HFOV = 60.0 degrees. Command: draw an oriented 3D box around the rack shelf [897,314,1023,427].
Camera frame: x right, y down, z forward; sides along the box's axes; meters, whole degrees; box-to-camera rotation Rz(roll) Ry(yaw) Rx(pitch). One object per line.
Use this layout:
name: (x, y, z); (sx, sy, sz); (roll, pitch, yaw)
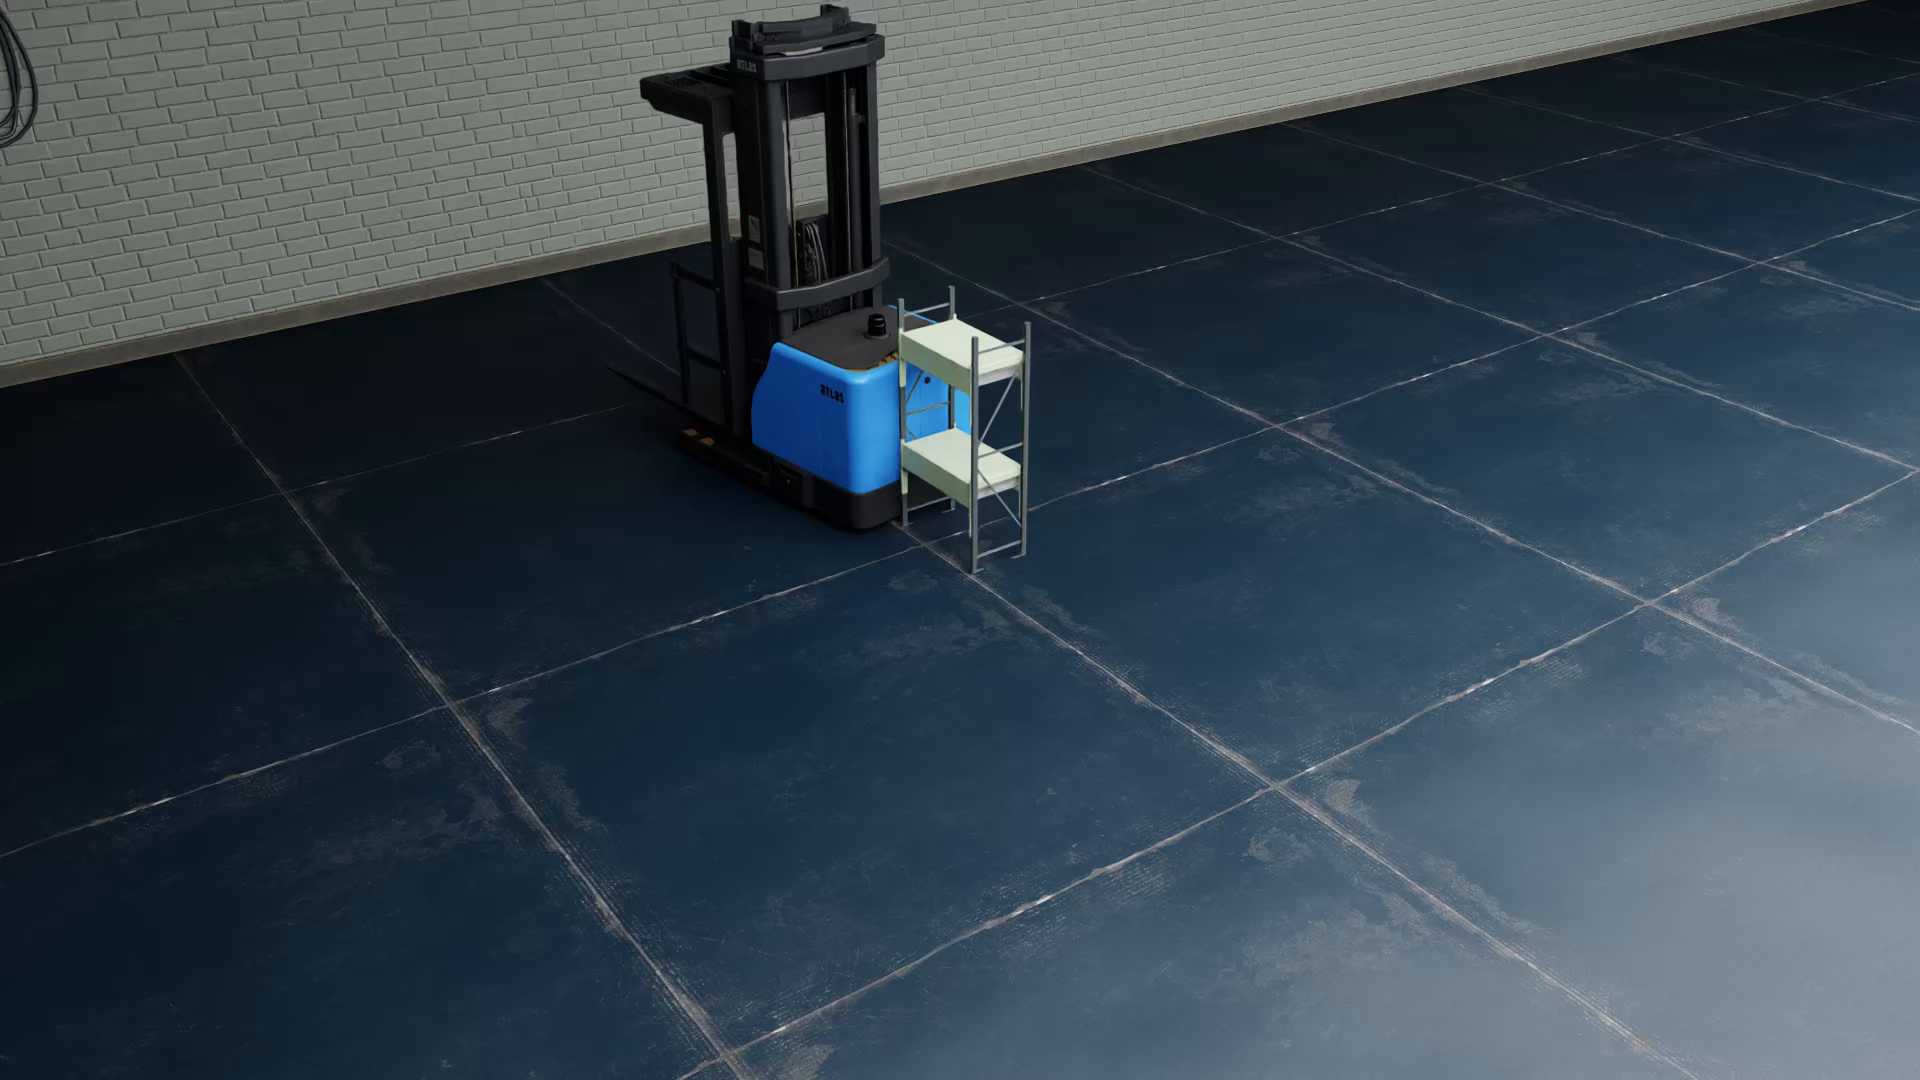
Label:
rack shelf: (0.015, -0.998, 9.699); (0.431, 0.370, 0.720); (-19, 34, -31)

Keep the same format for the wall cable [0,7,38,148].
wall cable: (-7.736, -3.489, 10.499); (3.097, 2.526, 0.112); (-19, 34, -31)

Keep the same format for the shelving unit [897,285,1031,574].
shelving unit: (0.015, -0.655, 9.885); (0.431, 1.500, 0.755); (-19, 34, -31)

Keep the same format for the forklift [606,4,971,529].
forklift: (-1.290, -1.963, 10.793); (1.130, 2.935, 3.031); (-25, 37, -38)

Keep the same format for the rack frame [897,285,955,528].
rack frame: (-0.200, -0.796, 10.145); (0.400, 1.500, 0.023); (-19, 34, -31)

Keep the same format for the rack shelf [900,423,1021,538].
rack shelf: (0.015, -0.369, 10.040); (0.431, 0.370, 0.720); (-19, 34, -31)

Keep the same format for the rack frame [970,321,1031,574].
rack frame: (0.231, -0.514, 9.625); (0.400, 1.500, 0.023); (-19, 34, -31)
